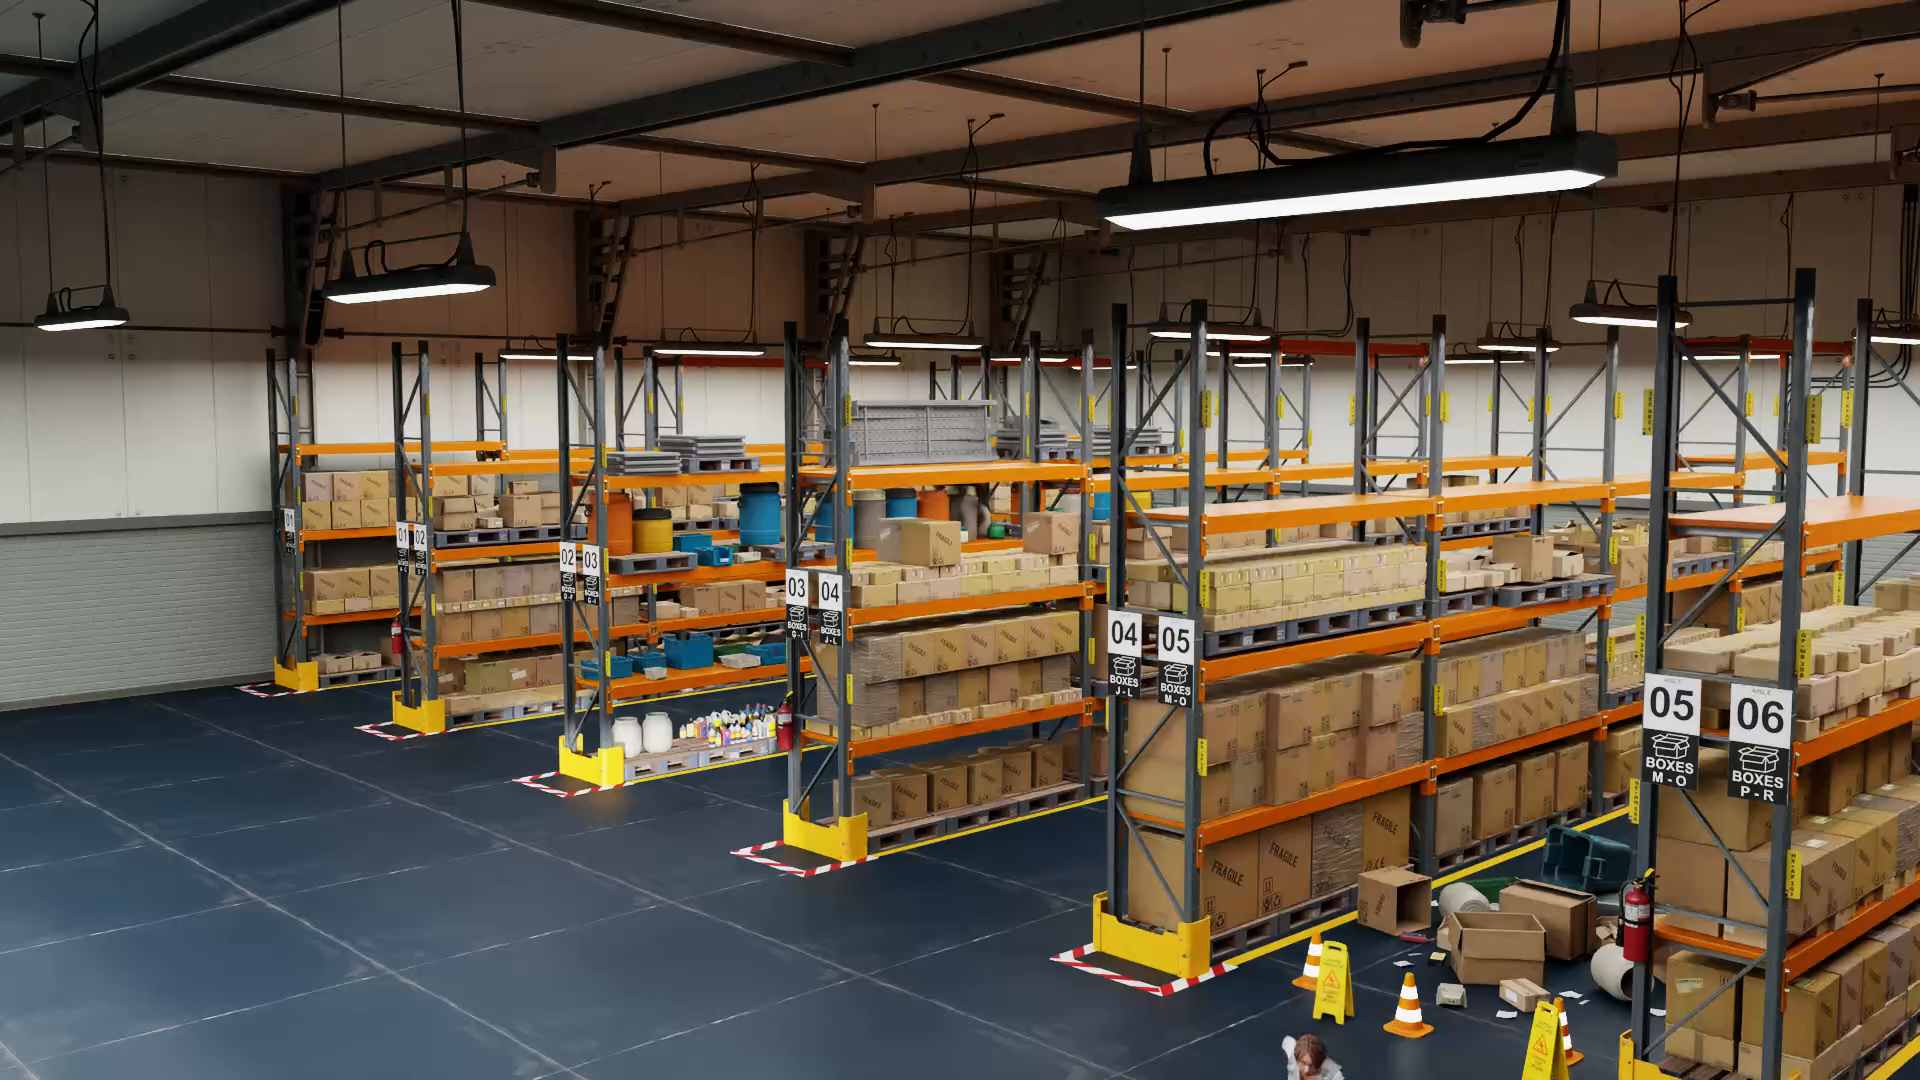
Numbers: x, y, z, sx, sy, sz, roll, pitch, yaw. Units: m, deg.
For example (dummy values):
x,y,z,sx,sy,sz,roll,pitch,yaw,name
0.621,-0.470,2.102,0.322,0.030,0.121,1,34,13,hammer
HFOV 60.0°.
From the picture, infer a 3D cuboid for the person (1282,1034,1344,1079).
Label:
x,y,z,sx,sy,sz,roll,pitch,yaw,name
2.152,3.595,10.196,0.550,1.357,0.926,3,6,30,person
